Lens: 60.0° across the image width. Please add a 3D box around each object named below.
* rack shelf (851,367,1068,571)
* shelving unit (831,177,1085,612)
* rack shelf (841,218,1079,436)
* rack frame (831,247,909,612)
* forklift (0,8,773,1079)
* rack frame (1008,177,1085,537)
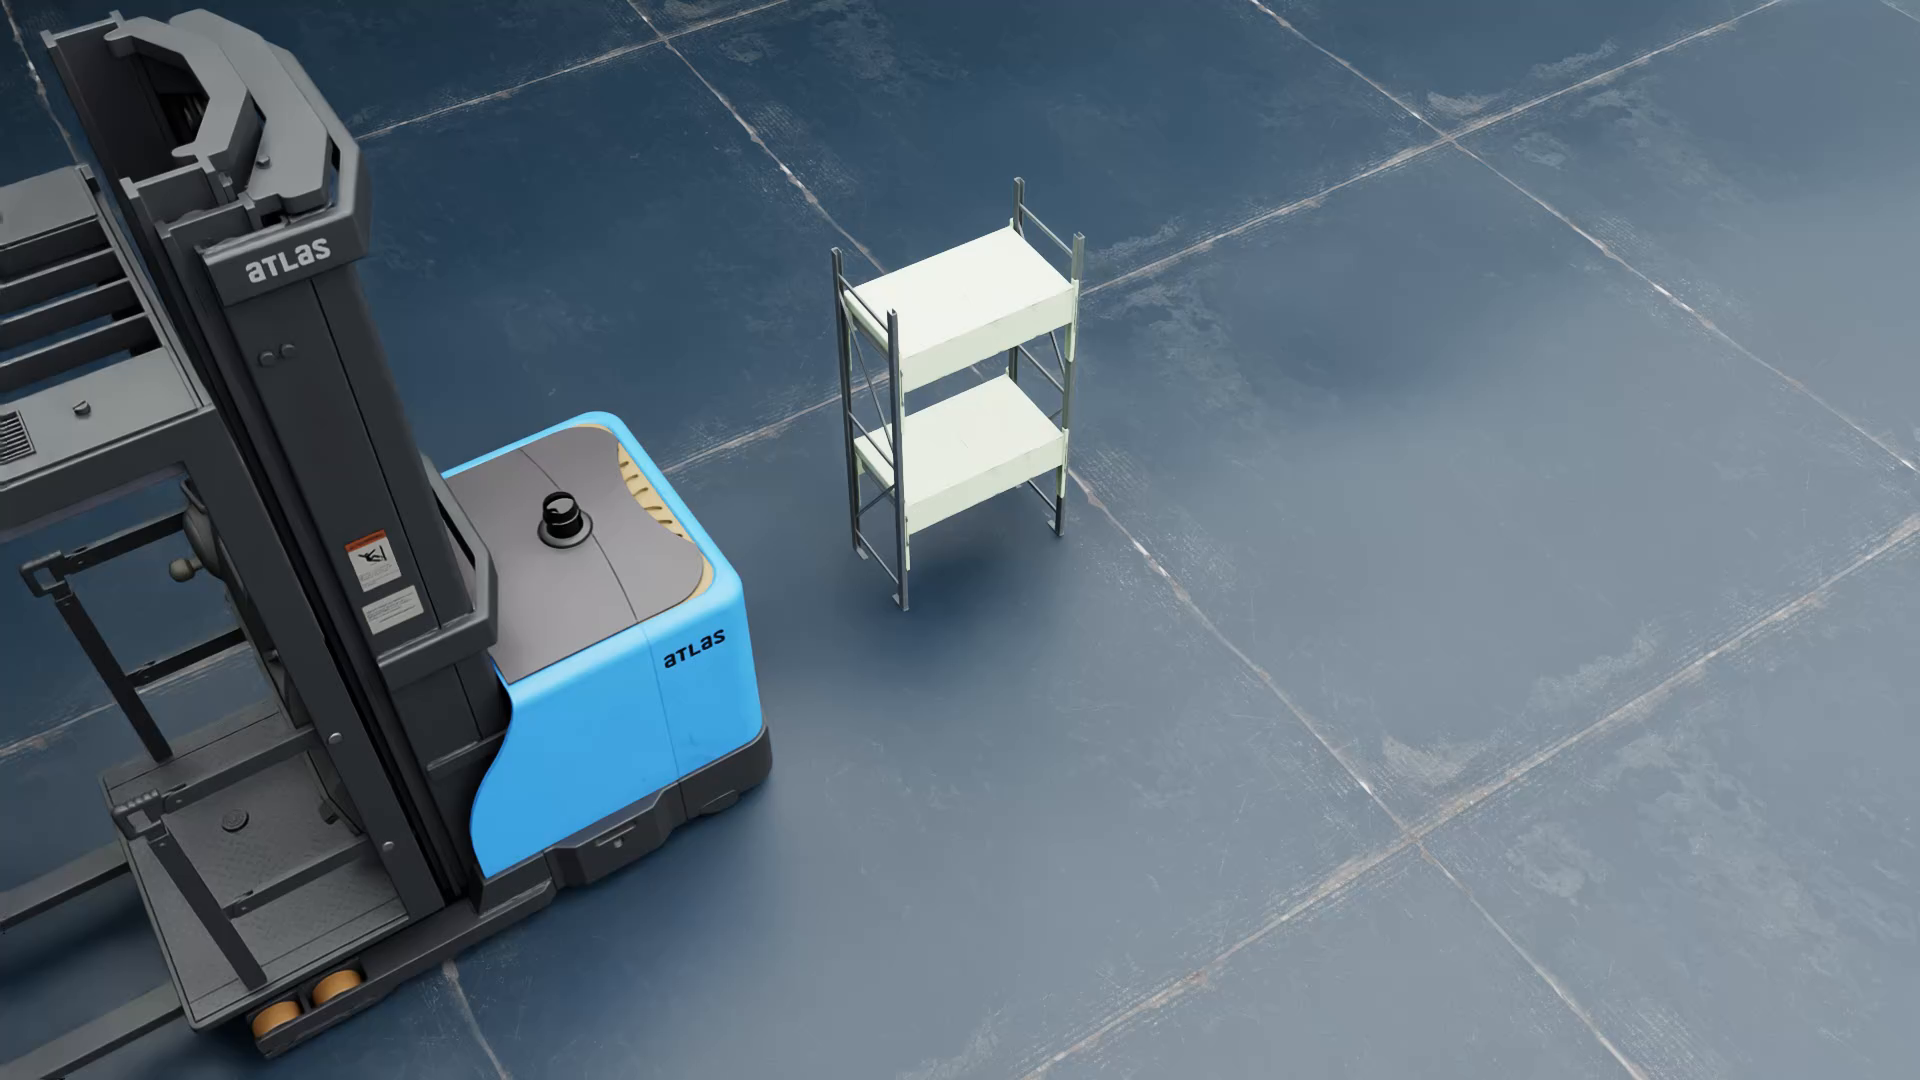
[{"bbox_3d":[-0.006,-0.279,6.376,0.720,0.370,0.431,-25,53,-21],"label":"rack shelf"},{"bbox_3d":[-0.006,-0.496,6.133,0.755,1.500,0.431,-25,53,-21],"label":"shelving unit"},{"bbox_3d":[-0.006,-0.756,5.841,0.720,0.370,0.431,-25,53,-21],"label":"rack shelf"},{"bbox_3d":[-0.315,-0.350,6.003,0.023,1.500,0.400,-25,53,-21],"label":"rack frame"},{"bbox_3d":[-2.176,0.184,4.569,3.031,2.935,1.130,-26,53,-22],"label":"forklift"},{"bbox_3d":[0.304,-0.642,6.263,0.023,1.500,0.400,-25,53,-21],"label":"rack frame"}]
